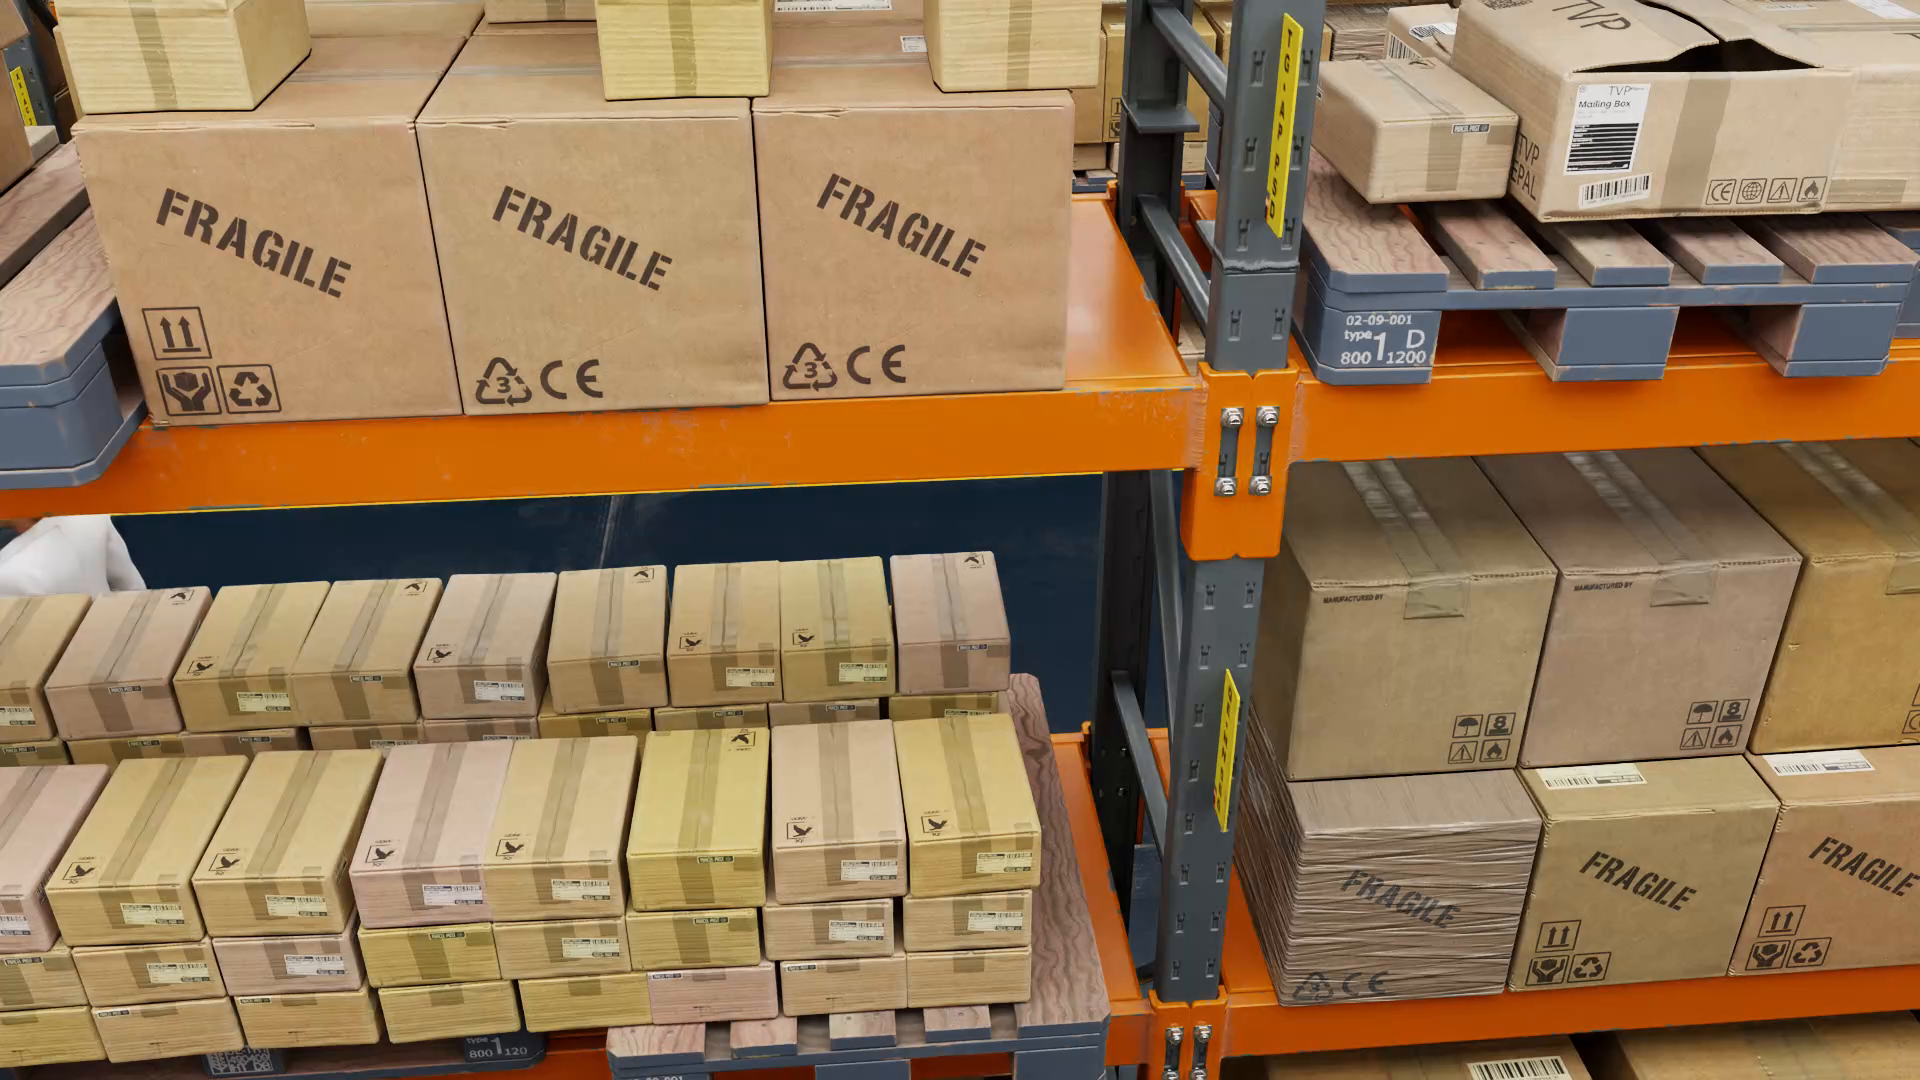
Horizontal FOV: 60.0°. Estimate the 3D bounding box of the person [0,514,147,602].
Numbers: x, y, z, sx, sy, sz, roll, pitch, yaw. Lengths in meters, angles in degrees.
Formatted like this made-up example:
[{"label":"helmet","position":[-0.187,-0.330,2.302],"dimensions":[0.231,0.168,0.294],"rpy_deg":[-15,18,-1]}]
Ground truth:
[{"label":"person","position":[-2.859,0.488,5.321],"dimensions":[1.166,1.715,0.618],"rpy_deg":[-2,31,-4]}]
